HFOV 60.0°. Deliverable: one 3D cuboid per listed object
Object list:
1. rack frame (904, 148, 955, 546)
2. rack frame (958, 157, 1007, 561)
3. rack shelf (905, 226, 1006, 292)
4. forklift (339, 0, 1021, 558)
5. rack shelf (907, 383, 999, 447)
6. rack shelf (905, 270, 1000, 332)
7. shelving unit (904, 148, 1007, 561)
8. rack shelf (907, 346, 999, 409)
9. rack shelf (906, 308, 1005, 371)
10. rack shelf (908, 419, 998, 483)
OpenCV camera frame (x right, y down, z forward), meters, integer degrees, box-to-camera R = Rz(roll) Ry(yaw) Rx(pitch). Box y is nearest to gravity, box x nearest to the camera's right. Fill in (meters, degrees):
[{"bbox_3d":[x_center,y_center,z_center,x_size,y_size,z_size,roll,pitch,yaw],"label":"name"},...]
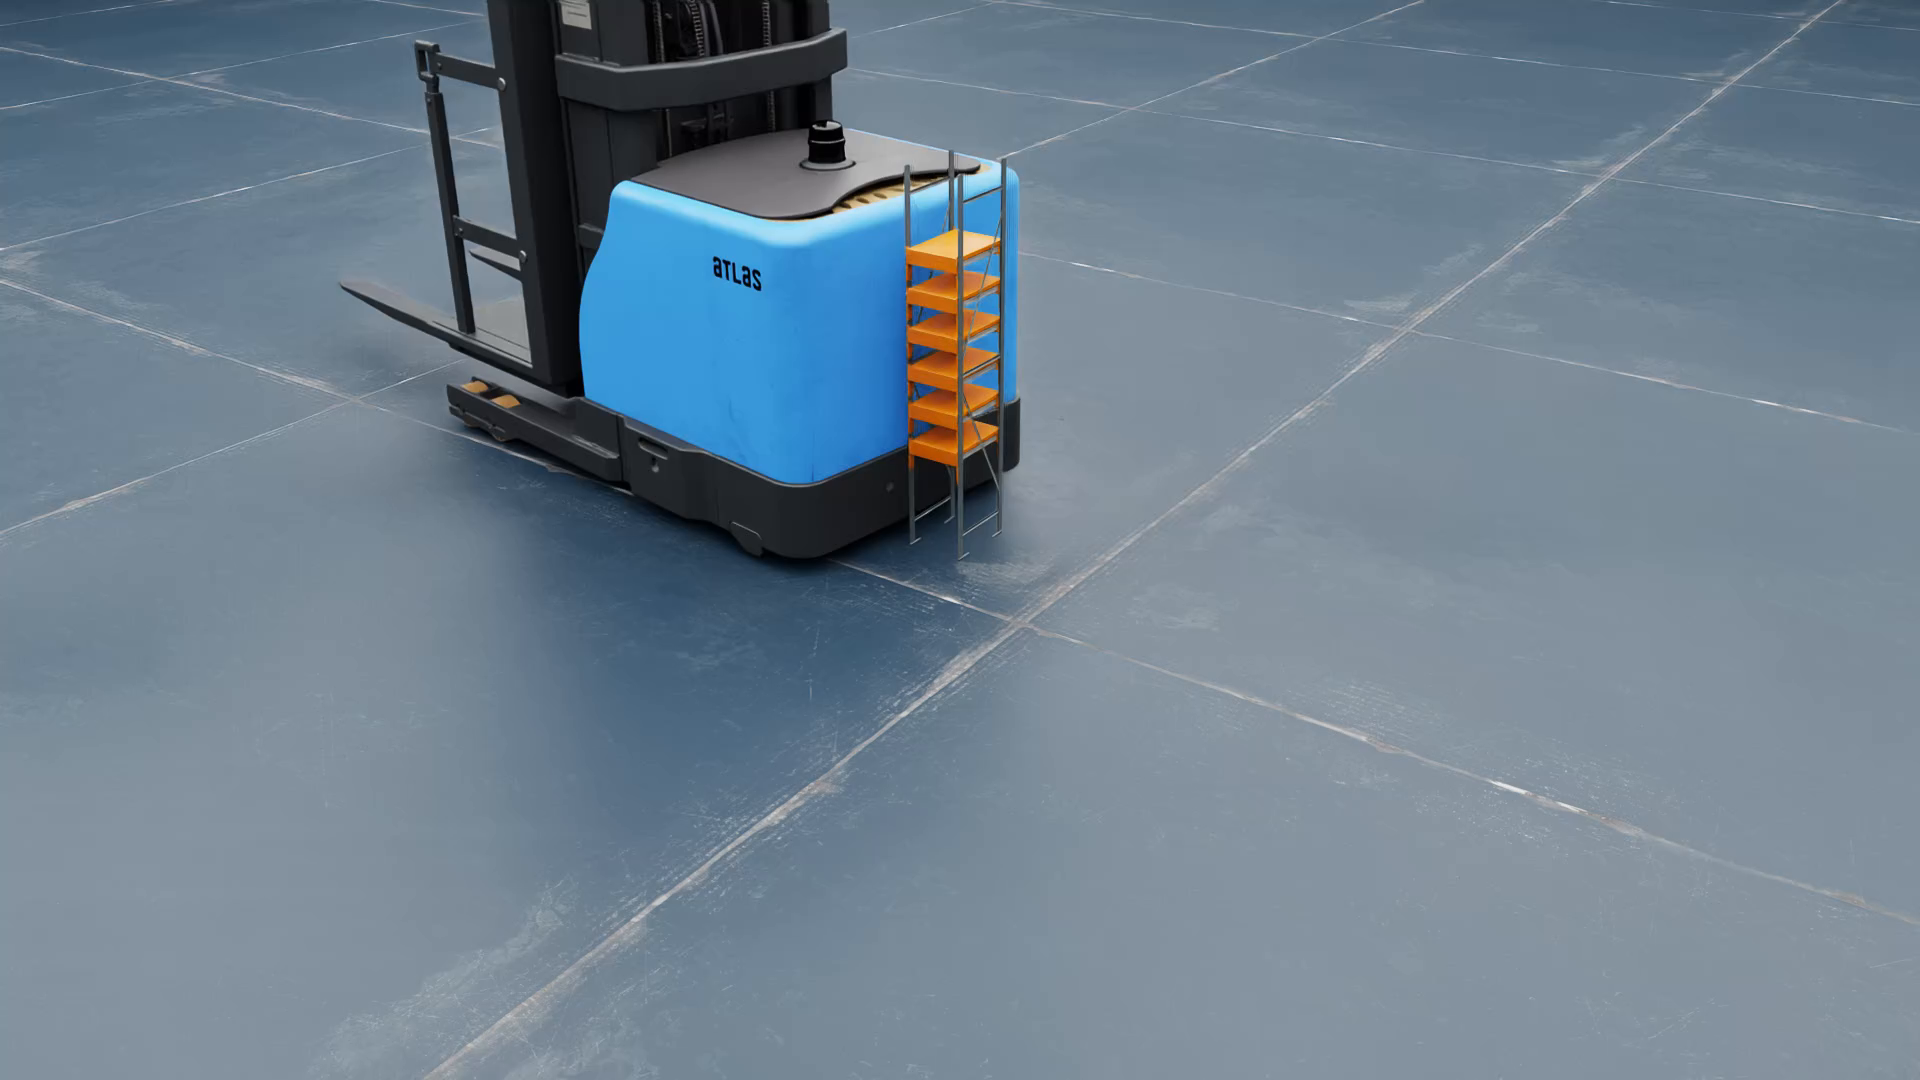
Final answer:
[{"bbox_3d":[-0.087,-0.562,5.031,0.006,1.200,0.240,17,32,30],"label":"rack frame"},{"bbox_3d":[0.063,-0.515,4.939,0.006,1.200,0.240,17,32,30],"label":"rack frame"},{"bbox_3d":[-0.012,-0.820,4.842,0.180,0.103,0.258,17,32,30],"label":"rack shelf"},{"bbox_3d":[-1.220,-1.808,5.572,3.031,2.935,1.130,23,35,37],"label":"forklift"},{"bbox_3d":[-0.012,-0.392,5.060,0.180,0.103,0.258,17,32,30],"label":"rack shelf"},{"bbox_3d":[-0.012,-0.713,4.896,0.180,0.103,0.258,17,32,30],"label":"rack shelf"},{"bbox_3d":[-0.012,-0.538,4.985,0.189,1.200,0.258,17,32,30],"label":"shelving unit"},{"bbox_3d":[-0.012,-0.499,5.005,0.180,0.103,0.258,17,32,30],"label":"rack shelf"},{"bbox_3d":[-0.012,-0.606,4.951,0.180,0.103,0.258,17,32,30],"label":"rack shelf"},{"bbox_3d":[-0.012,-0.285,5.114,0.180,0.103,0.258,17,32,30],"label":"rack shelf"}]
